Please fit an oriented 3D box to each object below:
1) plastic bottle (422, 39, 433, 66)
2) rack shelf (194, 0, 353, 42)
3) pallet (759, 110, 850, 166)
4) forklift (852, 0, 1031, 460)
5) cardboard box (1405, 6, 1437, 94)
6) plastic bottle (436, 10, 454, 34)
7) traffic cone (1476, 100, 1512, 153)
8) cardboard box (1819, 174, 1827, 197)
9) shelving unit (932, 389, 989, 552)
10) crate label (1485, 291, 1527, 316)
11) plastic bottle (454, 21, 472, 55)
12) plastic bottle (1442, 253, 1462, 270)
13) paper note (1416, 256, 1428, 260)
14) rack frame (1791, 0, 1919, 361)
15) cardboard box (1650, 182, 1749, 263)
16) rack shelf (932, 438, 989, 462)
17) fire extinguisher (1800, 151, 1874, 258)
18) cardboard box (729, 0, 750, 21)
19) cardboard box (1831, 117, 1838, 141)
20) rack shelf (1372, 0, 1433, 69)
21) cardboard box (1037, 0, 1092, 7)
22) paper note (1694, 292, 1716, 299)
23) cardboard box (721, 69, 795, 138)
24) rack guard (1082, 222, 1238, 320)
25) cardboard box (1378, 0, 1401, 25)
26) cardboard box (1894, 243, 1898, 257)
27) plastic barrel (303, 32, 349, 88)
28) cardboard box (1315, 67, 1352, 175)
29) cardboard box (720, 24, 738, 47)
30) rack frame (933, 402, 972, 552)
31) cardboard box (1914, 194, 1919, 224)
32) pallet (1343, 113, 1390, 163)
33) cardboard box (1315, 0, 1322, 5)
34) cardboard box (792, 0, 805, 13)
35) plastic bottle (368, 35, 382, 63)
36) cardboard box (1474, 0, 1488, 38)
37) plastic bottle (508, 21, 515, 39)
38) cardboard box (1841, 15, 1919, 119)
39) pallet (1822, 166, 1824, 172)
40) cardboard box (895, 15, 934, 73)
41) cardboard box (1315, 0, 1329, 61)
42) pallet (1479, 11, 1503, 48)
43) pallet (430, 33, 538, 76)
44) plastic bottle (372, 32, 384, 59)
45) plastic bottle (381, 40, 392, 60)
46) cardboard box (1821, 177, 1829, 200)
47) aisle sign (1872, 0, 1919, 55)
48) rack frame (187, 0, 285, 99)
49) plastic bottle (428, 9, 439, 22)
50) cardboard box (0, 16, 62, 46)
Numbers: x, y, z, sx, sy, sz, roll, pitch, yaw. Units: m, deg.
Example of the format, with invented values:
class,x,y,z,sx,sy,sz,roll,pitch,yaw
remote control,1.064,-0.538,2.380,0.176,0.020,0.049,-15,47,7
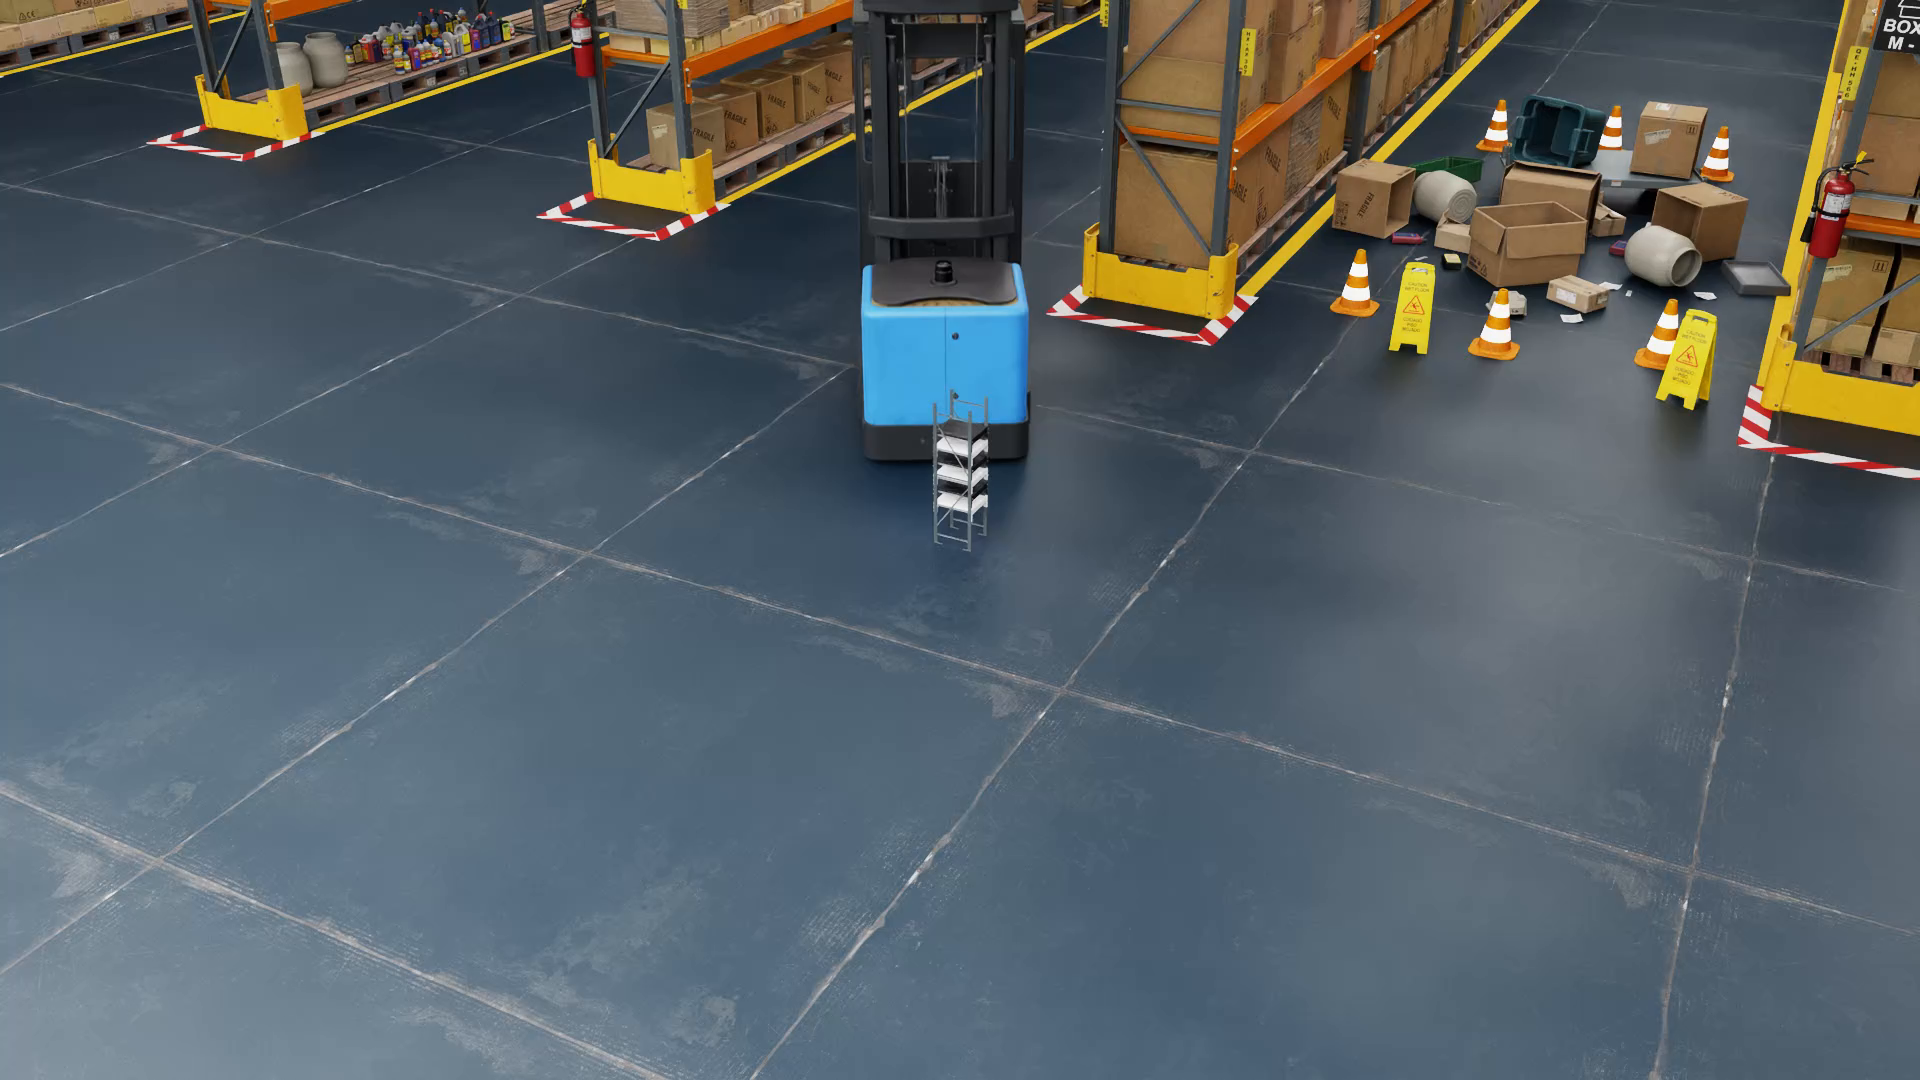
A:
class,x,y,z,sx,sy,sz,roll,pitch,yaw
plastic bottle,-5.921,-5.419,18.473,0.097,0.271,0.097,0,30,0
rack shelf,-6.315,-6.057,18.008,1.077,0.370,4.000,14,33,23
pallet,-1.824,-4.074,16.632,1.003,0.211,1.213,14,33,23
forklift,-0.141,-2.471,11.110,1.130,2.935,3.031,-1,30,-2
cardboard box,4.444,-5.304,17.811,1.050,0.750,0.750,15,33,24
plastic bottle,-6.013,-6.001,19.406,0.144,0.351,0.185,14,33,23
traffic cone,5.330,-4.114,16.449,0.336,0.463,0.334,14,33,23
cardboard box,7.085,-2.758,13.127,0.500,0.500,0.500,16,33,25
shelving unit,0.004,-0.394,9.532,0.258,0.900,0.210,14,33,23
crate label,4.213,-1.816,12.775,0.250,0.136,0.298,-1,30,-3
plastic bottle,-5.675,-5.718,18.914,0.144,0.351,0.185,14,33,23
plastic bottle,4.045,-2.305,13.703,0.133,0.061,0.283,4,30,6
paper note,3.833,-2.341,13.816,0.123,0.001,0.032,-18,34,-28
rack frame,6.005,-2.110,10.413,1.000,3.000,0.127,14,33,23
cardboard box,6.128,-2.634,13.833,0.500,0.500,0.500,-12,32,-20
rack shelf,0.004,-0.521,9.459,0.258,0.077,0.200,14,33,23
fire extinguisher,5.543,-2.131,10.526,0.296,0.674,0.183,14,33,23
cardboard box,-2.421,-5.017,15.076,0.875,0.500,0.500,14,33,23
cardboard box,8.704,-3.787,15.550,0.950,0.372,0.625,15,33,25
rack shelf,4.286,-5.536,17.101,1.077,0.370,4.000,14,33,23
cardboard box,1.161,-7.467,21.453,1.225,0.875,0.875,13,32,21
paper note,5.865,-1.927,13.075,0.142,0.019,0.148,4,30,6
cardboard box,-1.974,-4.276,16.272,0.500,0.500,0.500,18,34,28
rack guard,1.542,-2.094,12.894,1.175,0.500,0.348,14,33,23
cardboard box,3.854,-5.177,15.653,0.500,0.500,0.500,15,33,24
cardboard box,6.863,-1.964,11.744,0.500,0.500,0.500,13,32,21
plastic barrel,-6.766,-5.117,17.725,0.421,0.512,0.421,0,30,0
cardboard box,3.026,-3.960,15.345,0.875,0.875,0.875,15,33,24
cardboard box,-2.217,-4.536,14.889,0.380,0.149,0.250,14,33,23
rack frame,-0.043,-0.349,9.454,0.240,0.900,0.006,14,33,23
cardboard box,6.344,-2.105,10.656,0.380,0.149,0.250,14,33,23
pallet,3.659,-4.112,16.698,1.003,0.211,1.213,14,33,23
cardboard box,2.661,-4.861,13.968,0.875,0.550,0.550,14,33,23
cardboard box,-1.709,-5.106,15.881,0.380,0.149,0.250,14,33,23
plastic bottle,-6.545,-5.490,18.584,0.061,0.283,0.133,14,33,23
cardboard box,5.972,-6.313,19.819,0.500,0.500,0.500,15,33,24
plastic bottle,-5.292,-6.001,19.556,0.097,0.201,0.097,0,30,0
cardboard box,6.044,-2.992,10.546,0.700,0.500,0.500,13,33,22
pallet,8.181,-3.020,14.797,1.003,0.211,1.213,14,33,23
cardboard box,-0.696,-5.506,18.394,0.700,0.500,0.500,12,32,20
cardboard box,2.636,-4.399,14.247,0.875,0.550,0.550,14,33,23
pallet,6.111,-6.411,20.702,1.003,0.211,1.213,14,33,23
pallet,-5.747,-5.758,19.565,1.003,0.211,1.213,14,33,23
plastic bottle,-6.577,-5.572,18.735,0.152,0.276,0.135,13,32,22
plastic bottle,-6.458,-5.520,18.719,0.097,0.201,0.097,0,30,0
cardboard box,6.484,-2.526,12.072,0.380,0.149,0.250,16,33,25
aisle sign,5.719,-3.276,9.832,0.394,0.787,0.004,14,33,23
rack frame,-7.226,-5.482,16.284,1.000,3.000,0.127,14,33,23
plastic bottle,-6.141,-6.034,19.463,0.144,0.351,0.185,15,33,25
cardboard box,-10.967,-6.007,19.538,0.500,0.250,0.500,14,33,23
